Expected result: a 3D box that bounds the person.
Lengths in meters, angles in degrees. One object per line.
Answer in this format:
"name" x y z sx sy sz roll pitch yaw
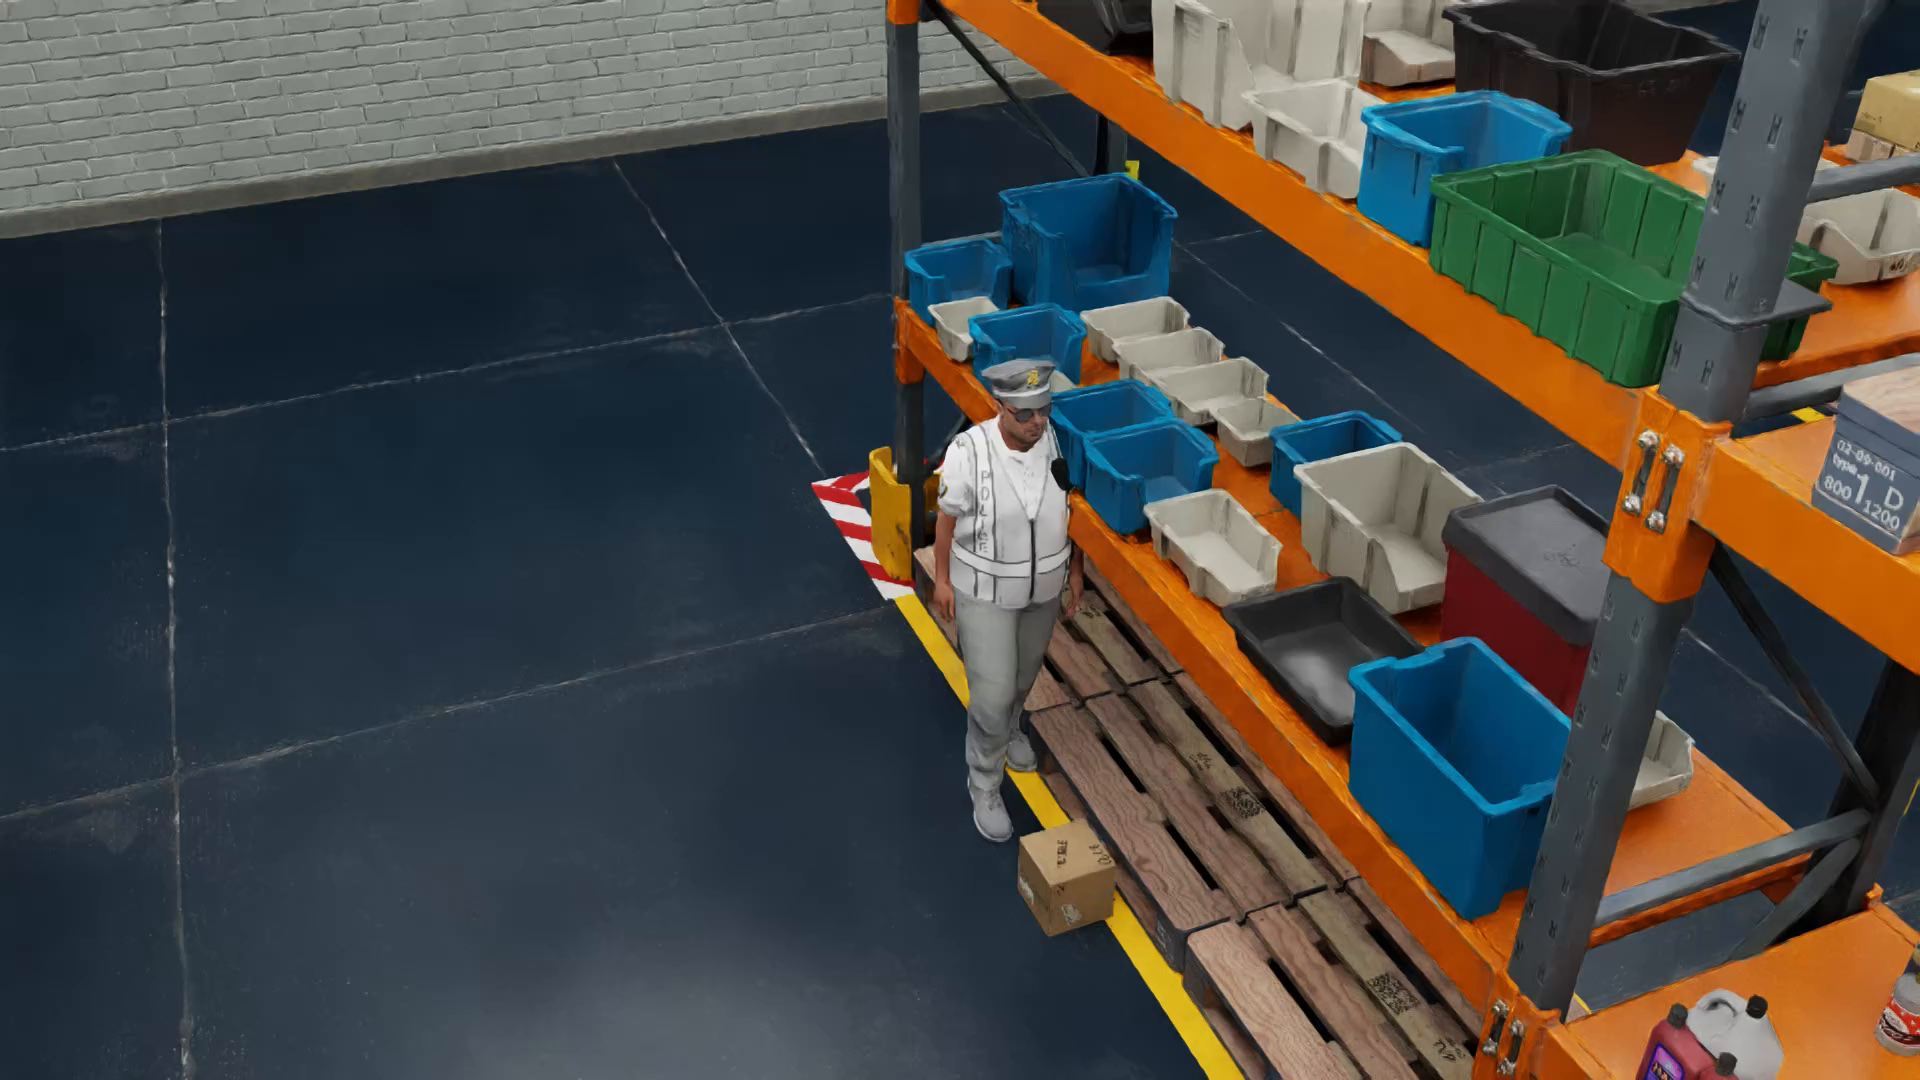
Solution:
"person" 0.221 0.164 5.860 0.536 1.770 0.612 -14 36 -20
